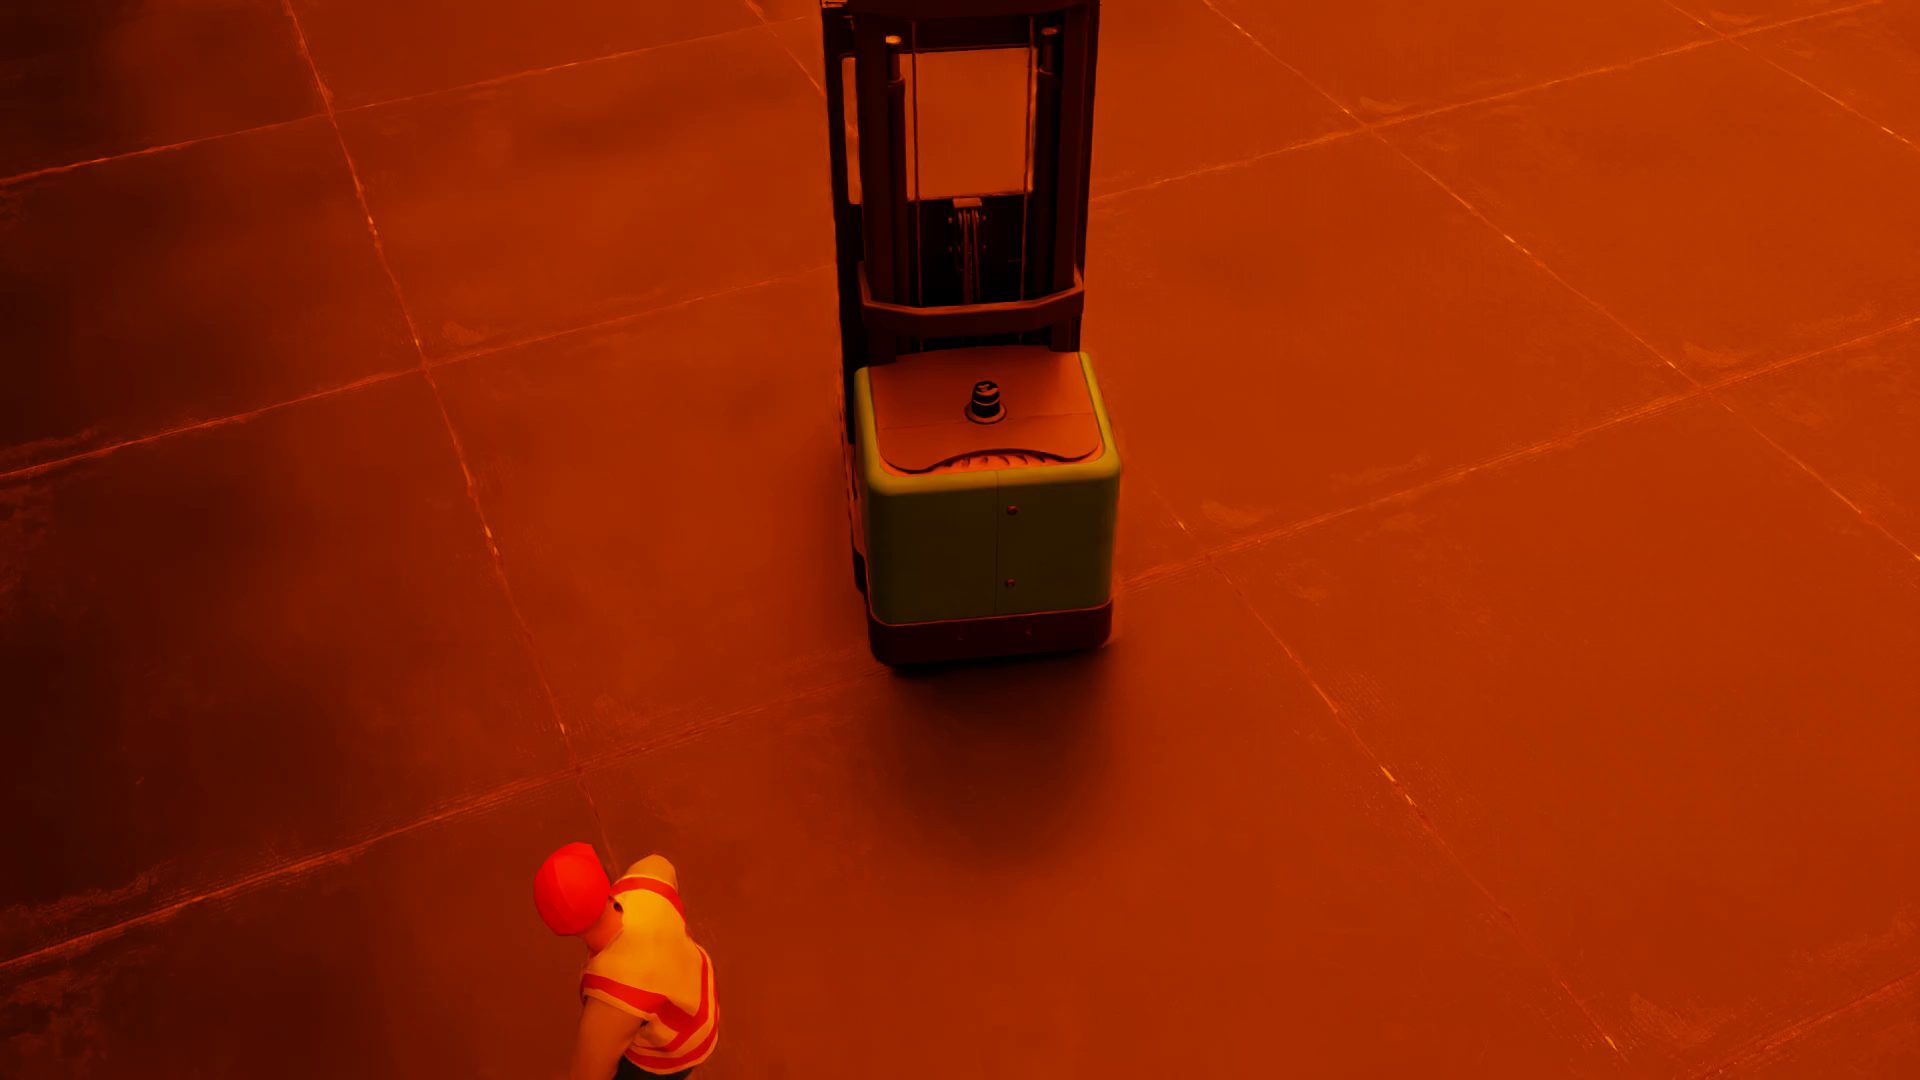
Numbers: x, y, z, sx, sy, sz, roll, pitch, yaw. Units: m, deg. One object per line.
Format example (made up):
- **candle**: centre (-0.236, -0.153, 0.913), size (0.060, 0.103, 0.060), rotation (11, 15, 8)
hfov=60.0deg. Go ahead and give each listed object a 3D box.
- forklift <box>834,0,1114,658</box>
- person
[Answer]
- **forklift**: centre (0.057, -1.545, 7.336), size (1.130, 2.935, 3.031), rotation (1, 43, 1)
- **person**: centre (-1.073, 1.523, 4.969), size (0.642, 1.732, 0.778), rotation (-2, 43, -2)
